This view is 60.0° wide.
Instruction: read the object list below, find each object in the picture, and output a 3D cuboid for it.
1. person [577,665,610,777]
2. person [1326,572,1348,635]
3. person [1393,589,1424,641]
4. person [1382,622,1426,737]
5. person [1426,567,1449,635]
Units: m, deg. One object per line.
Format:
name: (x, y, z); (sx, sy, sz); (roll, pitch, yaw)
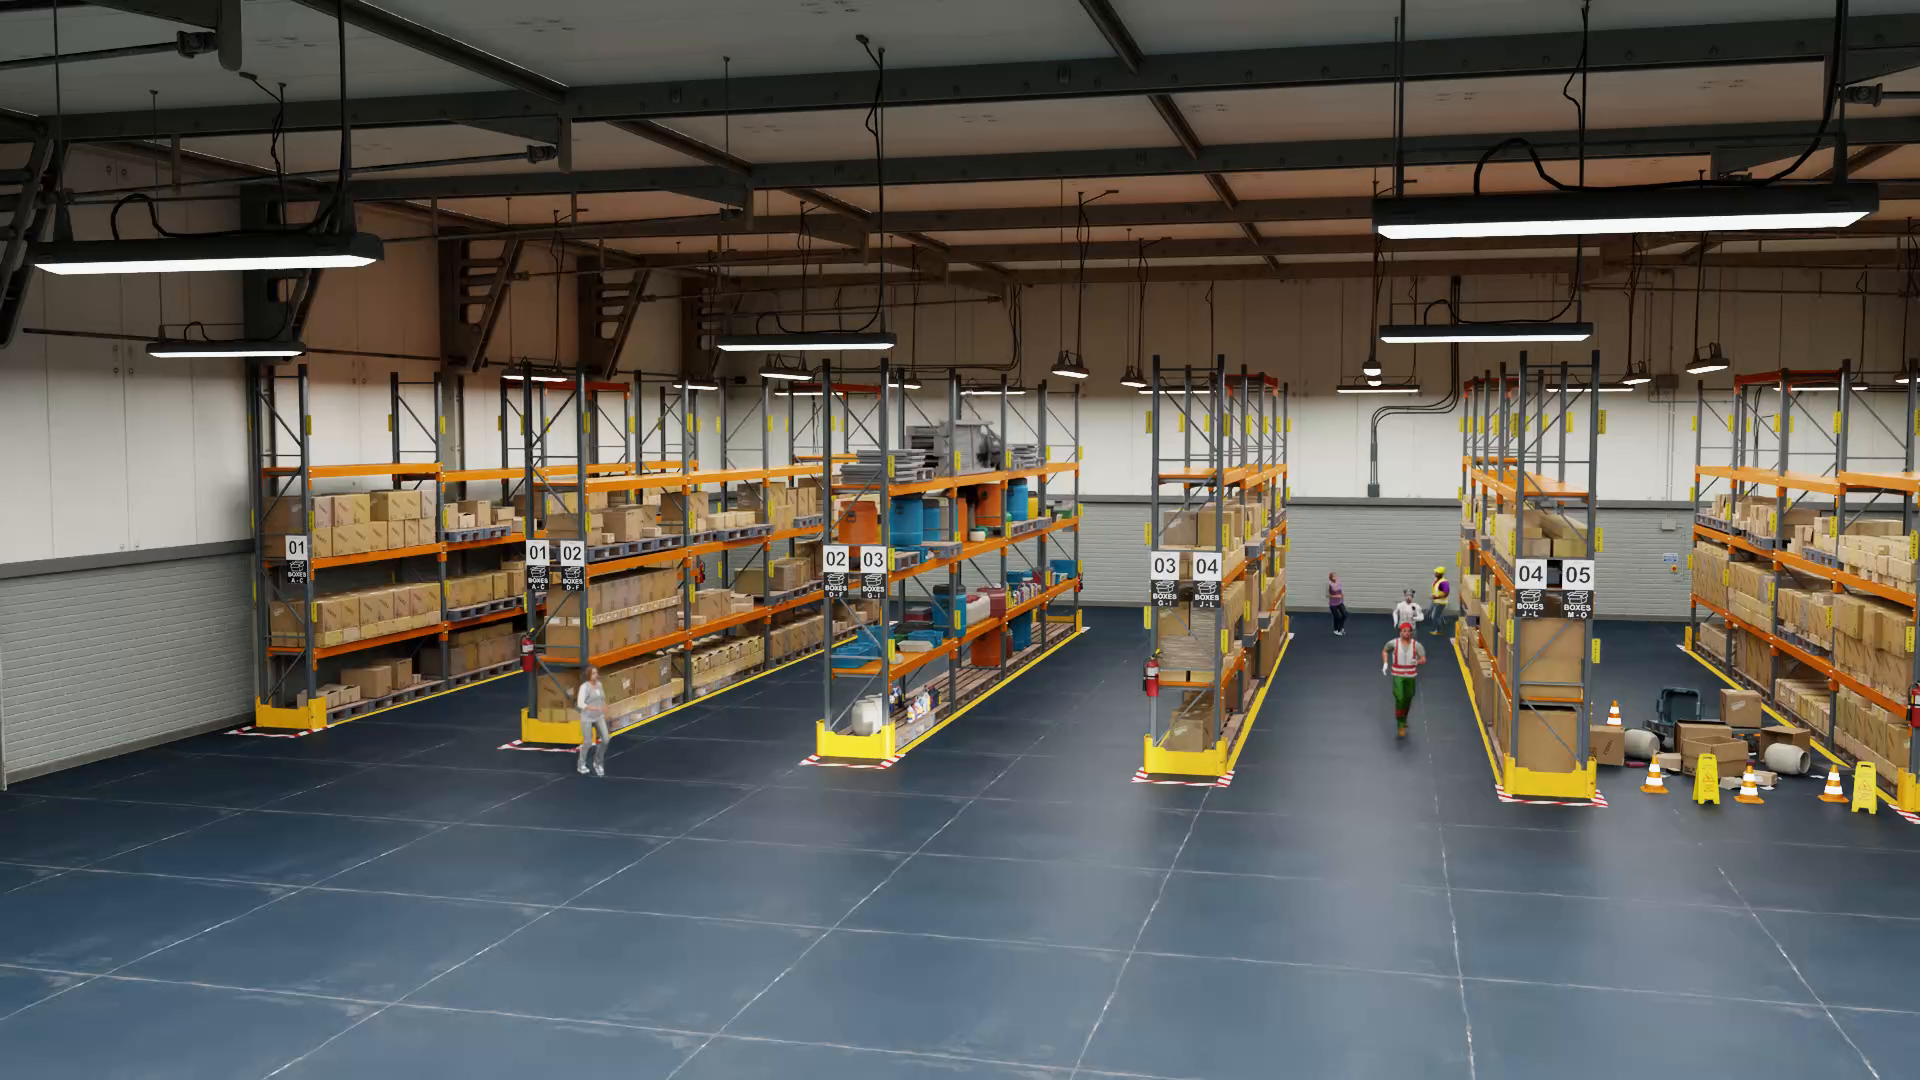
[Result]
person: (-5.199, 2.586, 23.635); (0.670, 1.624, 0.566); (4, 5, 42)
person: (8.888, 1.509, 39.379); (0.596, 1.536, 0.581); (-1, 4, -20)
person: (9.065, 1.816, 33.645); (0.613, 1.678, 0.941); (1, 4, 16)
person: (7.200, 2.223, 26.944); (0.677, 1.800, 0.901); (0, 4, 4)
person: (11.375, 1.448, 39.449); (0.570, 1.666, 0.771); (0, 4, -5)
